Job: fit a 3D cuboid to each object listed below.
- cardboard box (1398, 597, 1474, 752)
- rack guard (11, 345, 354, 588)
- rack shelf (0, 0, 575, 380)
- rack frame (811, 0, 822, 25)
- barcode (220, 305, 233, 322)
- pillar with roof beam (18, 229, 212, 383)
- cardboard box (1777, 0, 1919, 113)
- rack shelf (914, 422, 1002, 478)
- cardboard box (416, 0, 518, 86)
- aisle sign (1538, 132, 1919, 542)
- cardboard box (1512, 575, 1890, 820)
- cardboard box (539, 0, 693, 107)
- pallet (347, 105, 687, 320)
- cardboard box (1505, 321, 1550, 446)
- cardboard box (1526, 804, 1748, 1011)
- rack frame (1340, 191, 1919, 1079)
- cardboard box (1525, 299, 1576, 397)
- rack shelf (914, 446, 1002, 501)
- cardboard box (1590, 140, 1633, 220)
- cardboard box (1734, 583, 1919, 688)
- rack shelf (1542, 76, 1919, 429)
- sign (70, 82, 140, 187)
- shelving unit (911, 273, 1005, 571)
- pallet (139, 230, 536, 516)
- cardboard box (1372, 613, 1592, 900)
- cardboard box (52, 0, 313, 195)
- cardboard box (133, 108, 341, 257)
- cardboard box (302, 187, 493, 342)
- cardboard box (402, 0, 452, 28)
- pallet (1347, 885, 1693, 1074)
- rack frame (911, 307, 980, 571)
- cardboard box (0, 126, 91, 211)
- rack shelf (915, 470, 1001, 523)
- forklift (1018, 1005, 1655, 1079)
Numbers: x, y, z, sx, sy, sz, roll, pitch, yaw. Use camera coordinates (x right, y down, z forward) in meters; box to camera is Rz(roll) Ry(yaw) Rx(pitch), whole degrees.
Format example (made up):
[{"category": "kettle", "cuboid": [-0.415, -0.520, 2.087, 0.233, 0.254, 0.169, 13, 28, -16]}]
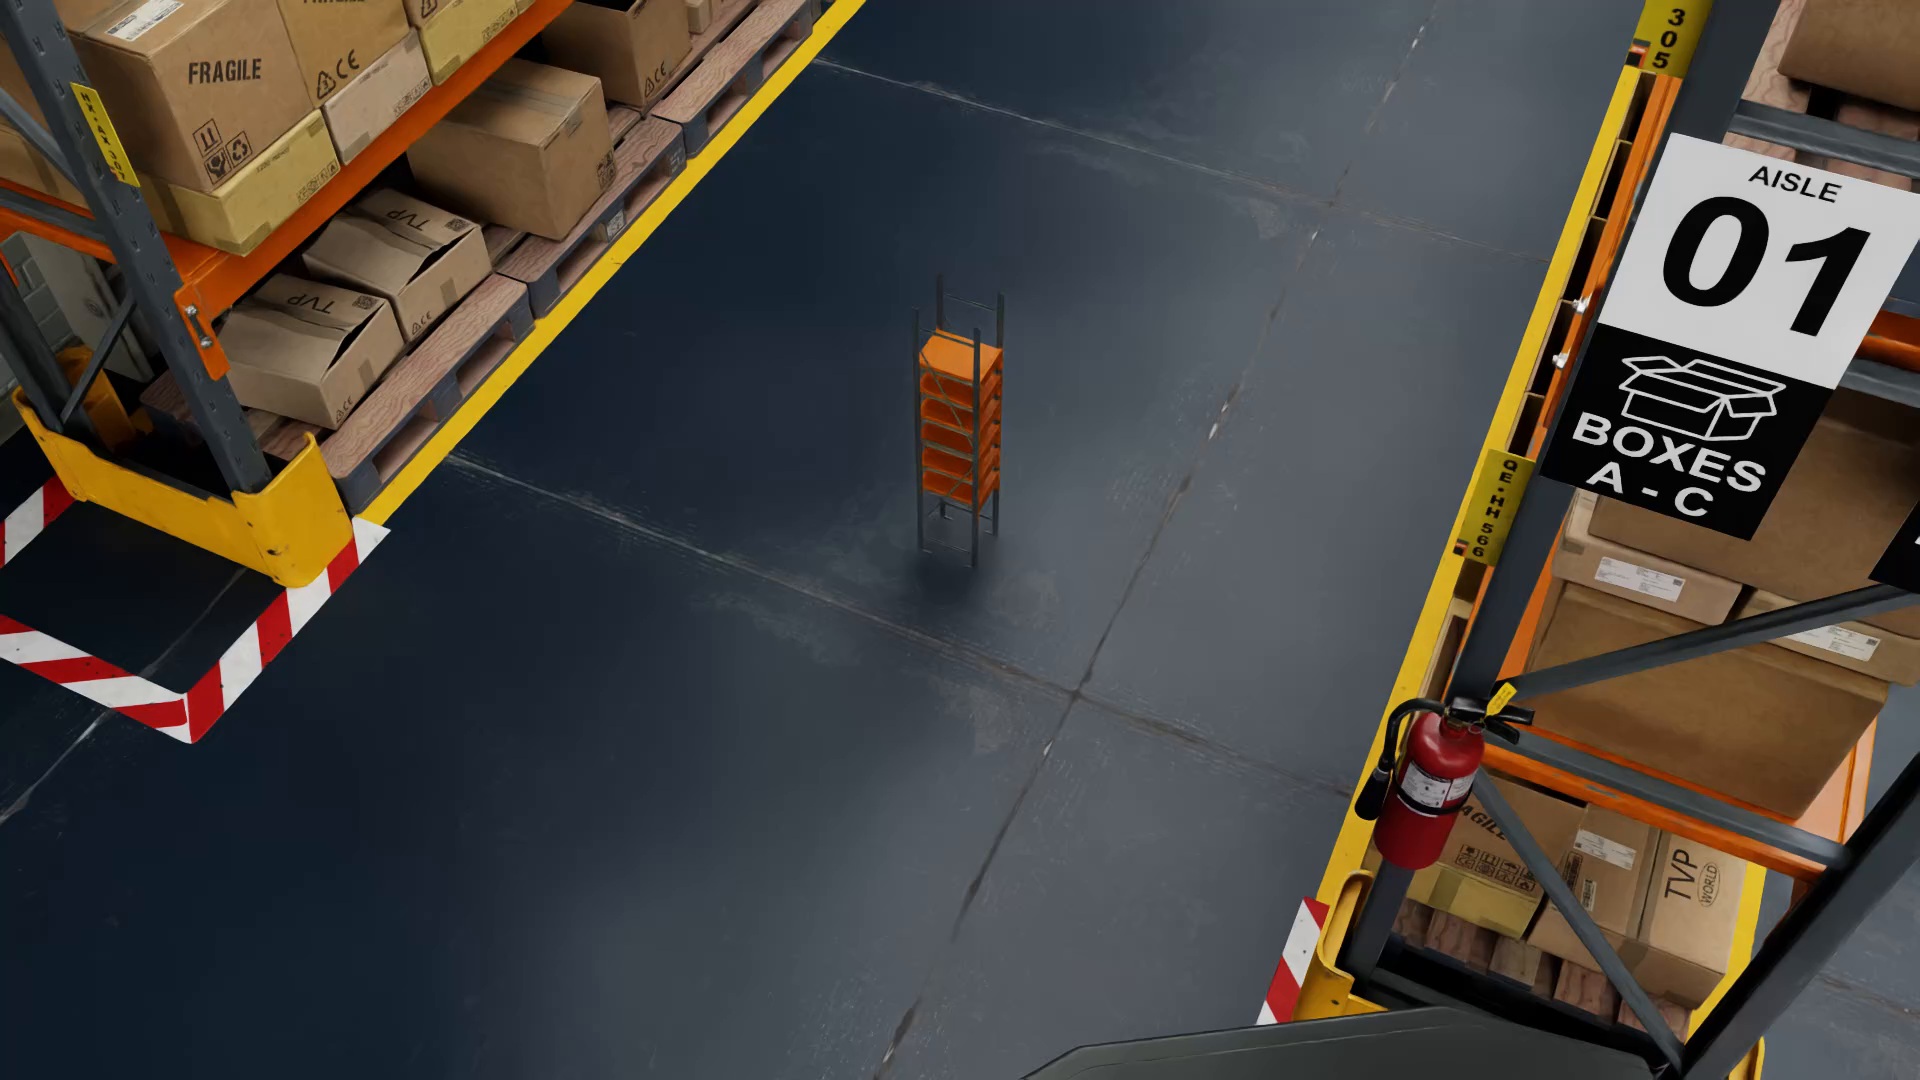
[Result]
[{"category": "cardboard box", "cuboid": [1.748, 0.517, 5.370, 0.500, 0.250, 0.500, 20, 52, 16]}, {"category": "rack guard", "cuboid": [-2.865, -0.276, 6.157, 1.175, 0.500, 0.348, 20, 52, 16]}, {"category": "rack shelf", "cuboid": [-2.043, -2.178, 6.606, 1.077, 0.370, 4.000, 20, 52, 16]}, {"category": "rack frame", "cuboid": [-1.189, -3.788, 7.504, 1.000, 3.000, 0.127, 20, 52, 16]}, {"category": "barcode", "cuboid": [-2.874, -0.898, 6.515, 0.001, 0.075, 0.075, 20, 52, 16]}, {"category": "pillar with roof beam", "cuboid": [0.512, -2.341, 2.333, 9.100, 9.000, 0.400, 20, 52, 16]}, {"category": "cardboard box", "cuboid": [1.832, -1.006, 2.731, 0.797, 0.503, 0.637, 23, 53, 18]}, {"category": "rack shelf", "cuboid": [-0.006, -0.350, 5.818, 0.258, 0.103, 0.180, 20, 52, 16]}, {"category": "cardboard box", "cuboid": [-1.970, -1.935, 6.013, 0.500, 0.250, 0.500, 19, 52, 16]}, {"category": "aisle sign", "cuboid": [1.289, -0.317, 2.844, 0.394, 0.787, 0.004, 20, 52, 16]}, {"category": "cardboard box", "cuboid": [1.794, 0.226, 4.023, 0.700, 0.500, 0.500, 20, 52, 16]}, {"category": "cardboard box", "cuboid": [-1.596, -2.393, 7.669, 0.500, 0.500, 0.500, 16, 52, 13]}, {"category": "pallet", "cuboid": [-1.963, -1.567, 7.445, 1.003, 0.211, 1.213, 20, 52, 16]}, {"category": "cardboard box", "cuboid": [2.383, -0.518, 6.251, 0.500, 0.250, 0.500, 20, 52, 16]}, {"category": "cardboard box", "cuboid": [2.013, 1.033, 4.931, 0.500, 0.250, 0.500, 20, 52, 16]}, {"category": "rack frame", "cuboid": [1.583, 0.575, 3.791, 1.000, 3.000, 0.127, 20, 52, 16]}, {"category": "cardboard box", "cuboid": [2.172, -0.416, 5.672, 0.500, 0.500, 0.500, 20, 52, 16]}, {"category": "rack shelf", "cuboid": [-0.006, -0.272, 5.910, 0.258, 0.103, 0.180, 20, 52, 16]}, {"category": "cardboard box", "cuboid": [2.604, -1.103, 6.256, 0.500, 0.500, 0.500, 20, 52, 16]}, {"category": "cardboard box", "cuboid": [1.945, 0.133, 3.676, 0.380, 0.149, 0.250, 19, 52, 16]}, {"category": "rack shelf", "cuboid": [2.437, -1.541, 4.094, 1.077, 0.370, 4.000, 20, 52, 16]}, {"category": "sign", "cuboid": [-2.407, -1.138, 4.680, 0.100, 0.325, 0.005, 20, 52, 16]}, {"category": "shelving unit", "cuboid": [-0.006, -0.379, 5.785, 0.258, 1.200, 0.189, 20, 52, 16]}, {"category": "pallet", "cuboid": [-2.486, -0.730, 6.733, 1.003, 0.211, 1.213, 20, 52, 16]}, {"category": "cardboard box", "cuboid": [1.543, 0.621, 4.789, 0.500, 0.500, 0.500, 20, 52, 16]}, {"category": "cardboard box", "cuboid": [-2.422, -1.466, 5.121, 0.500, 0.500, 0.500, 20, 52, 16]}, {"category": "cardboard box", "cuboid": [-2.402, -1.224, 5.408, 0.500, 0.250, 0.500, 18, 52, 15]}, {"category": "cardboard box", "cuboid": [-2.277, -1.145, 6.731, 0.500, 0.311, 0.500, 24, 54, 19]}, {"category": "cardboard box", "cuboid": [-1.975, -2.156, 5.708, 0.500, 0.500, 0.500, 18, 52, 15]}, {"category": "pallet", "cuboid": [1.872, 0.939, 5.312, 1.003, 0.211, 1.213, 20, 52, 16]}, {"category": "rack frame", "cuboid": [-0.045, -0.316, 5.731, 0.240, 1.200, 0.006, 20, 52, 16]}, {"category": "cardboard box", "cuboid": [-2.873, -1.377, 5.537, 0.500, 0.250, 0.500, 20, 53, 17]}, {"category": "rack shelf", "cuboid": [-0.006, -0.195, 6.001, 0.258, 0.103, 0.180, 20, 52, 16]}, {"category": "forklift", "cuboid": [0.475, 2.086, 2.550, 1.130, 2.935, 3.031, -5, 50, -4]}]
